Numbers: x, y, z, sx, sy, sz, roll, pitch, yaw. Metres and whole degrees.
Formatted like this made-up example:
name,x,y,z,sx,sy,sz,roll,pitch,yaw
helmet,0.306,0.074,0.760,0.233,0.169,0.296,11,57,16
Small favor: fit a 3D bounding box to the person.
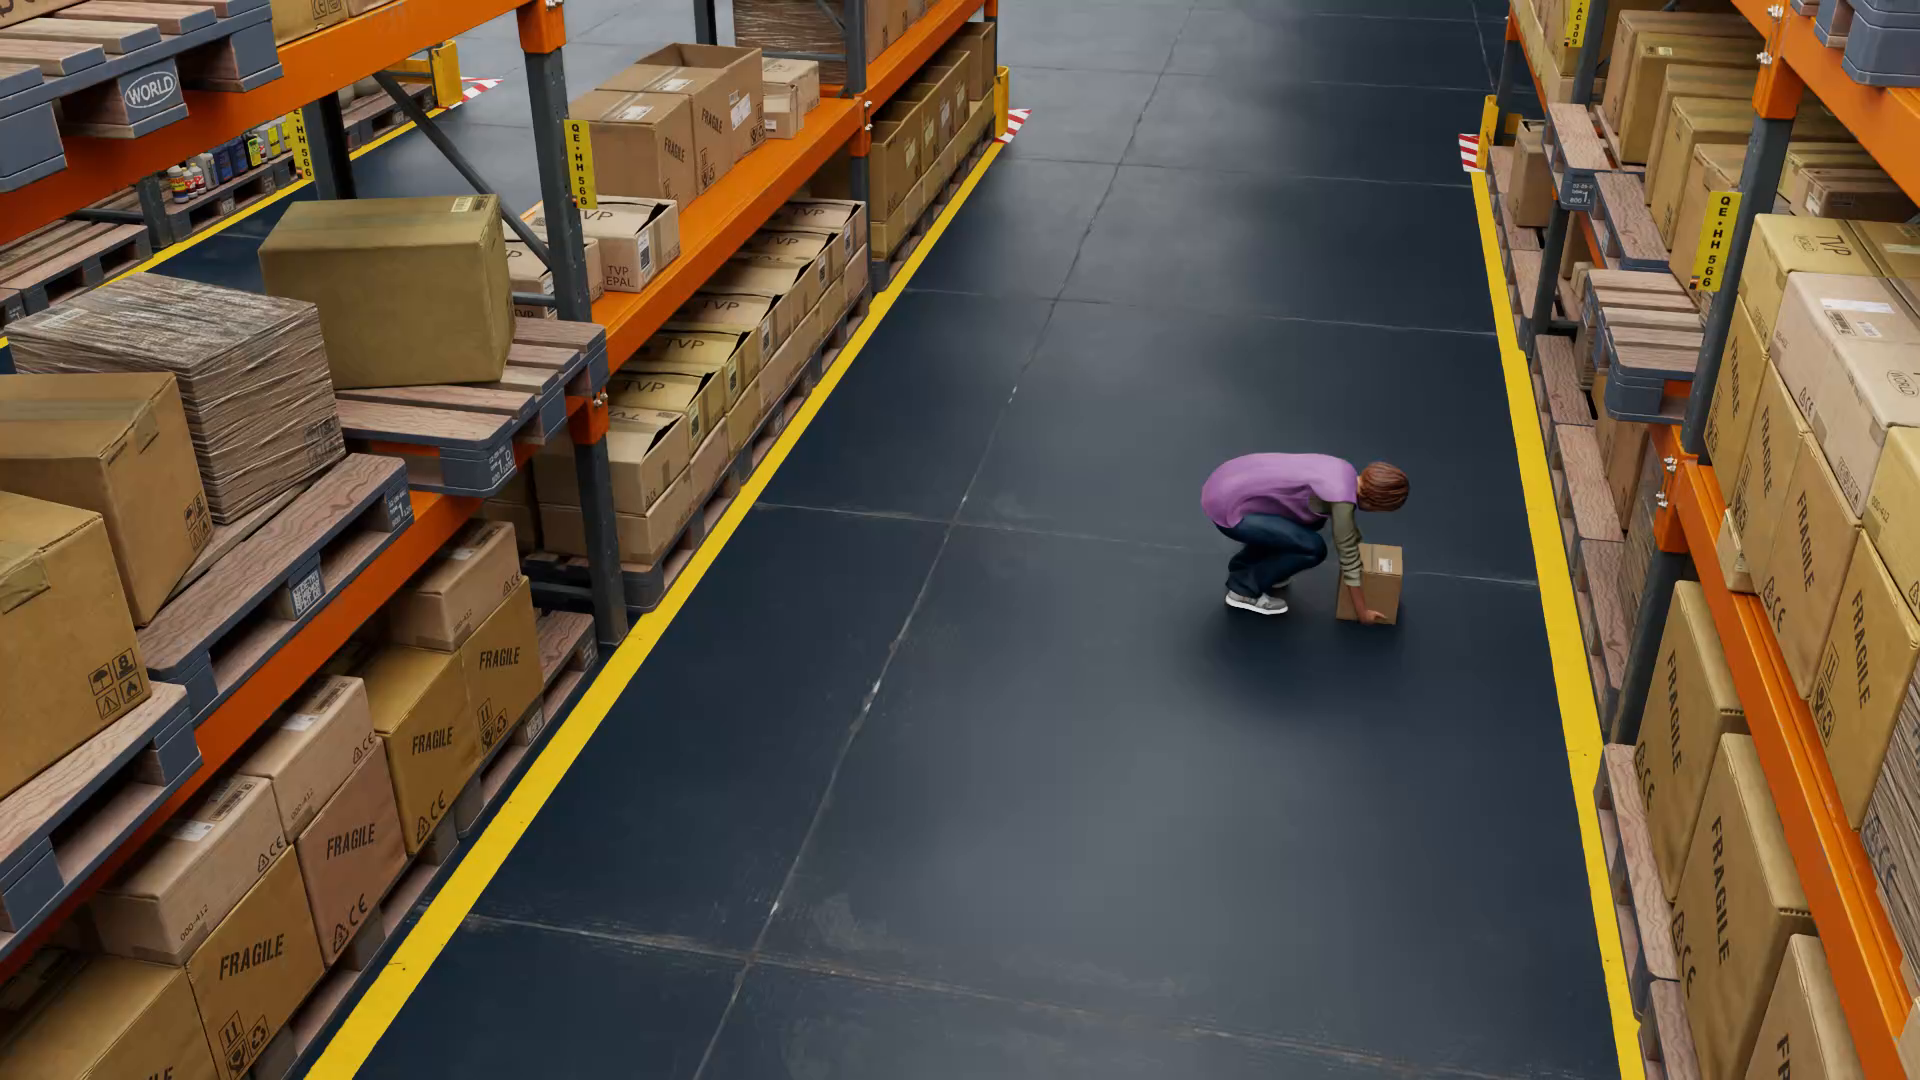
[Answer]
name,x,y,z,sx,sy,sz,roll,pitch,yaw
person,1.458,-0.030,7.143,0.866,0.699,0.414,5,30,9
